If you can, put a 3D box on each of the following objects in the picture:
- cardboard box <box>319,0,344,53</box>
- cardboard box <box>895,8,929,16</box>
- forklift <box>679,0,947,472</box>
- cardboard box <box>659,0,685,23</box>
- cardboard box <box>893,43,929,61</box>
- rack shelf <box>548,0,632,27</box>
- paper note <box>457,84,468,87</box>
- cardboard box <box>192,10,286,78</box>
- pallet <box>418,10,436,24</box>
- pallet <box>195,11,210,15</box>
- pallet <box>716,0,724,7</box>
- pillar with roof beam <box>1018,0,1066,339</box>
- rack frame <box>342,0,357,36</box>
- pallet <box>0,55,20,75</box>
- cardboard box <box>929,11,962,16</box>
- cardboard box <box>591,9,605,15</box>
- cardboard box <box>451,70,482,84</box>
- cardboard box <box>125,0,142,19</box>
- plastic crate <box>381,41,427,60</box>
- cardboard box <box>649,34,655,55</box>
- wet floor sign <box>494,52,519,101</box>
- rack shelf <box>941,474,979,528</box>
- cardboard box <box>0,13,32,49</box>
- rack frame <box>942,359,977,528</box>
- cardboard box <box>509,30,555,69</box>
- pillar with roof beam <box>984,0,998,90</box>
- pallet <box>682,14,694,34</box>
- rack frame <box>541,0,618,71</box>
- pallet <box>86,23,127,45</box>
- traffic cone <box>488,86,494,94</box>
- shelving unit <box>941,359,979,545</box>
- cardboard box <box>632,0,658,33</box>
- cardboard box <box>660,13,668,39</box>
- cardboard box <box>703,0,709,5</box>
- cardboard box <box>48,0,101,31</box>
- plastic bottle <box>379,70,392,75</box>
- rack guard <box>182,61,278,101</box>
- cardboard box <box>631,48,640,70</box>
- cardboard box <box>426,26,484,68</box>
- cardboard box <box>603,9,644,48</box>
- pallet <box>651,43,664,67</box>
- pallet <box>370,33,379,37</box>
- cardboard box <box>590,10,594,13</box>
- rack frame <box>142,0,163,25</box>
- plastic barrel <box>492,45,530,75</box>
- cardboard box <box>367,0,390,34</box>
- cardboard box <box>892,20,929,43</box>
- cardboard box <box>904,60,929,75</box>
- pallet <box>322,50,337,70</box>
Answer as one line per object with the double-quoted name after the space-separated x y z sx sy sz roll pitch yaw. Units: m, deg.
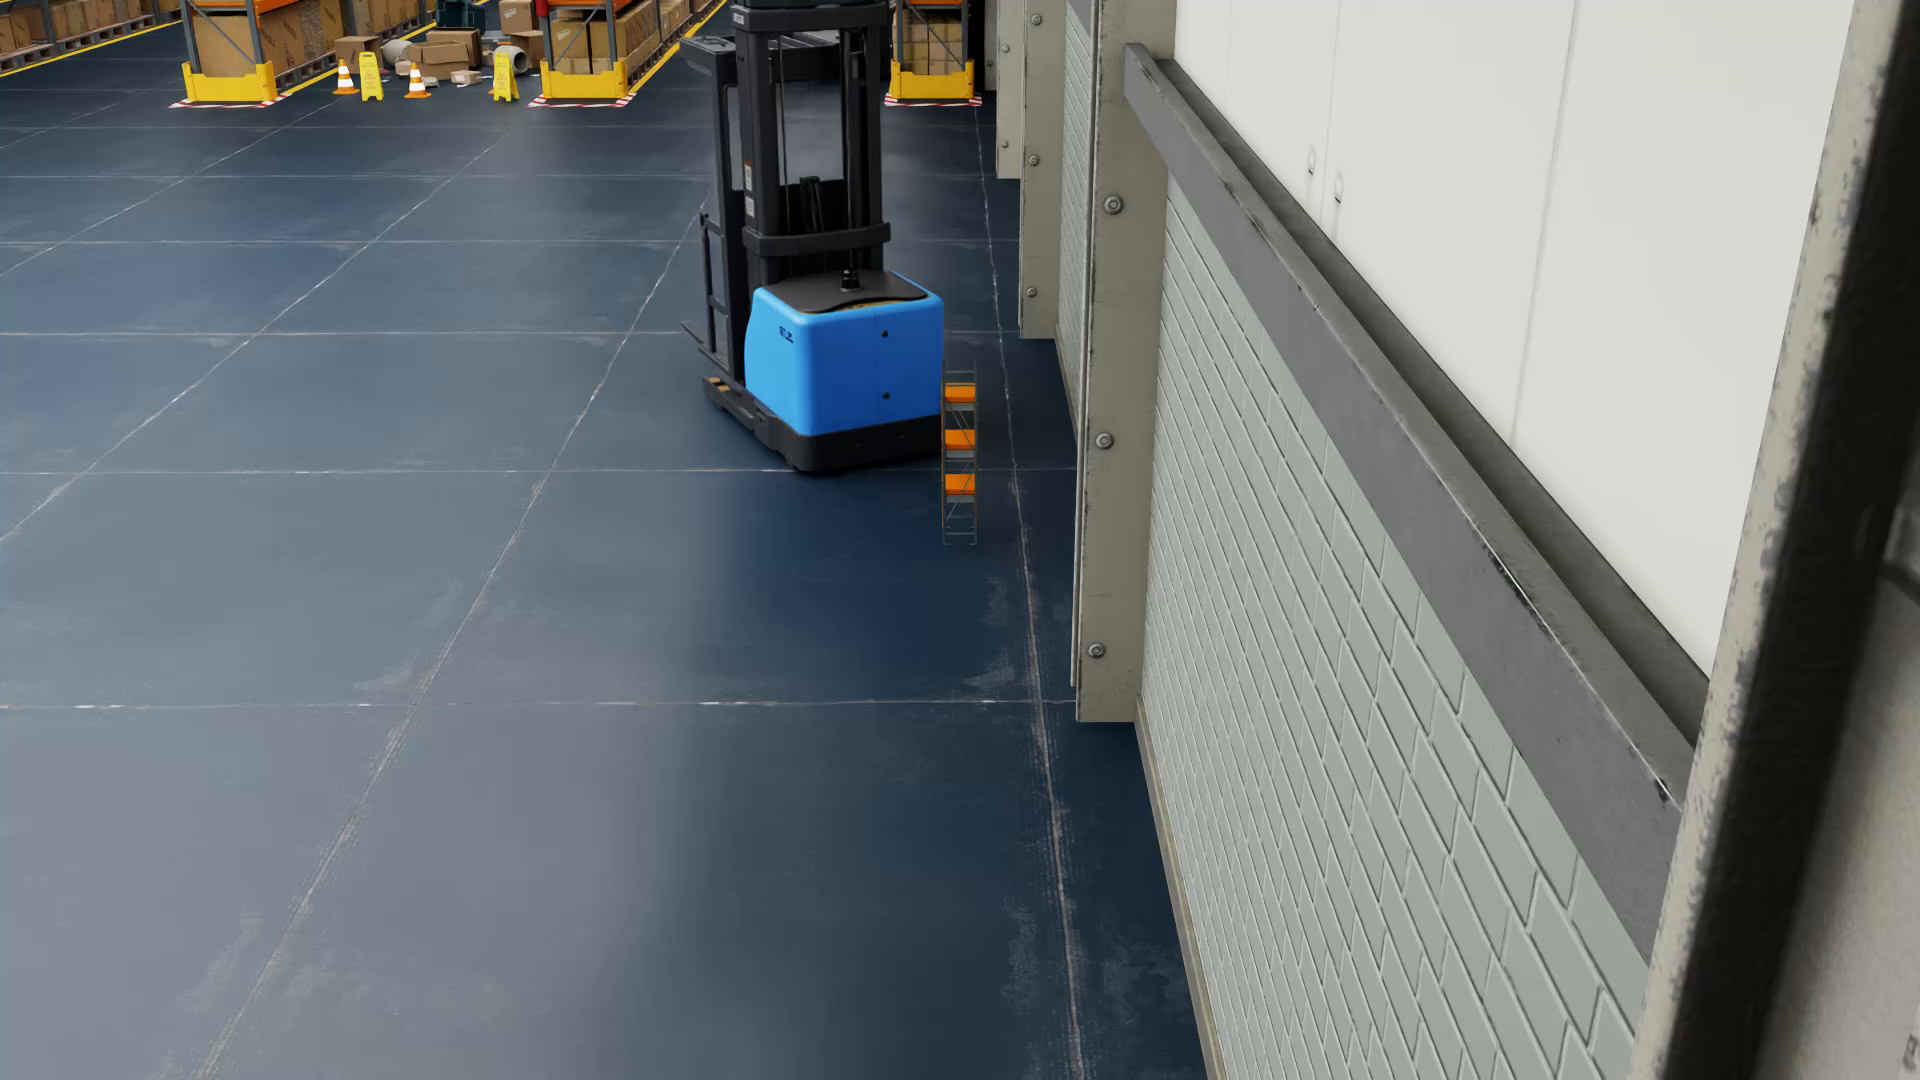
-10.406 -8.240 26.398 0.875 0.875 0.875 0 24 0 "cardboard box"
-0.729 -7.926 25.247 0.500 0.250 0.500 -1 24 -2 "cardboard box"
-1.198 -2.342 11.372 1.130 2.935 3.031 -12 27 -24 "forklift"
-5.426 -9.446 29.674 0.950 0.372 0.625 -1 24 -2 "cardboard box"
-0.705 -7.081 23.988 0.500 0.250 0.500 -1 24 -1 "cardboard box"
-5.373 -8.189 25.088 1.077 0.370 4.000 0 24 -1 "rack shelf"
-7.351 -6.720 24.571 0.148 0.019 0.142 -9 26 -19 "paper note"
-10.373 -7.131 23.945 0.875 0.875 0.875 0 24 0 "cardboard box"
-10.394 -9.976 31.552 1.003 0.211 1.213 0 24 -1 "pallet"
-15.291 -10.500 32.710 1.003 0.211 1.213 0 24 -1 "pallet"
-5.398 -11.049 33.923 1.003 0.211 1.213 0 24 -1 "pallet"
-3.668 -5.776 11.602 9.100 9.000 0.400 0 24 -1 "pillar with roof beam"
-10.343 -9.277 26.621 1.000 3.000 0.127 0 24 -1 "rack frame"
-15.245 -7.245 25.512 1.003 0.211 1.213 0 24 -1 "pallet"
-0.207 -7.721 24.795 0.500 0.250 0.500 0 24 -1 "cardboard box"
-5.628 -7.724 25.106 0.500 0.500 0.500 -1 24 -2 "cardboard box"
-7.385 -6.924 24.879 0.380 0.149 0.250 13 27 27 "cardboard box"
-15.320 -9.730 30.122 0.700 0.500 0.500 -2 24 -3 "cardboard box"
-9.031 -7.956 27.043 0.450 0.188 0.662 3 22 31 "plastic crate"
-5.103 -7.817 26.221 0.500 0.250 0.500 -1 24 -2 "cardboard box"
-6.419 -6.536 23.419 0.267 0.644 0.232 8 26 18 "wet floor sign"
-0.001 -0.238 9.701 0.215 0.259 0.240 0 24 -1 "rack shelf"
-15.339 -8.183 26.727 0.500 0.500 0.500 -1 24 -2 "cardboard box"
-0.002 -0.551 9.694 0.200 1.050 0.008 0 24 -1 "rack frame"
-6.743 -7.755 26.287 0.500 0.500 0.500 19 30 35 "cardboard box"
-3.798 -10.721 22.535 9.100 9.000 0.400 0 24 -1 "pillar with roof beam"
-5.431 -9.396 30.269 1.003 0.211 1.213 0 24 -1 "pallet"
-5.351 -7.692 23.118 1.000 3.000 0.127 0 24 -1 "rack frame"
-15.330 -8.850 29.062 1.003 0.211 1.213 0 24 -1 "pallet"
-6.645 -6.708 24.019 0.336 0.463 0.334 0 24 -1 "traffic cone"
-0.001 -0.500 9.582 0.215 1.050 0.252 0 24 -1 "shelving unit"
-5.120 -8.378 26.551 0.500 0.500 0.500 -1 24 -1 "cardboard box"
-5.403 -8.551 27.695 0.950 0.372 0.625 0 24 0 "cardboard box"
-5.368 -10.864 32.201 0.875 0.875 0.875 0 24 0 "cardboard box"
-15.282 -9.038 28.592 0.700 0.500 0.500 -2 24 -5 "cardboard box"
-8.900 -7.202 25.600 0.283 0.061 0.133 -9 26 -19 "plastic bottle"
-10.299 -6.479 23.470 1.175 0.500 0.348 0 24 -1 "rack guard"
-5.081 -7.175 24.801 0.500 0.250 0.500 1 24 1 "cardboard box"
-7.920 -7.714 26.031 0.797 0.637 0.503 0 24 -1 "cardboard box"
-5.091 -7.738 25.136 0.500 0.500 0.500 0 24 0 "cardboard box"
-5.352 -7.793 26.725 1.003 0.211 1.213 0 24 -1 "pallet"
-10.427 -8.324 27.898 1.003 0.211 1.213 0 24 -1 "pallet"
-5.692 -7.960 24.840 0.380 0.149 0.250 1 24 2 "cardboard box"
-15.347 -10.944 30.308 1.000 3.000 0.127 0 24 -1 "rack frame"
-6.887 -7.363 25.515 0.512 0.421 0.421 19 30 35 "plastic barrel"
-10.446 -9.096 28.441 1.050 0.750 0.750 0 24 -1 "cardboard box"
-0.704 -7.298 23.861 0.500 0.250 0.500 1 24 1 "cardboard box"
-0.708 -6.847 24.075 0.500 0.250 0.500 0 24 0 "cardboard box"
-10.413 -7.692 26.502 1.003 0.211 1.213 0 24 -1 "pallet"
